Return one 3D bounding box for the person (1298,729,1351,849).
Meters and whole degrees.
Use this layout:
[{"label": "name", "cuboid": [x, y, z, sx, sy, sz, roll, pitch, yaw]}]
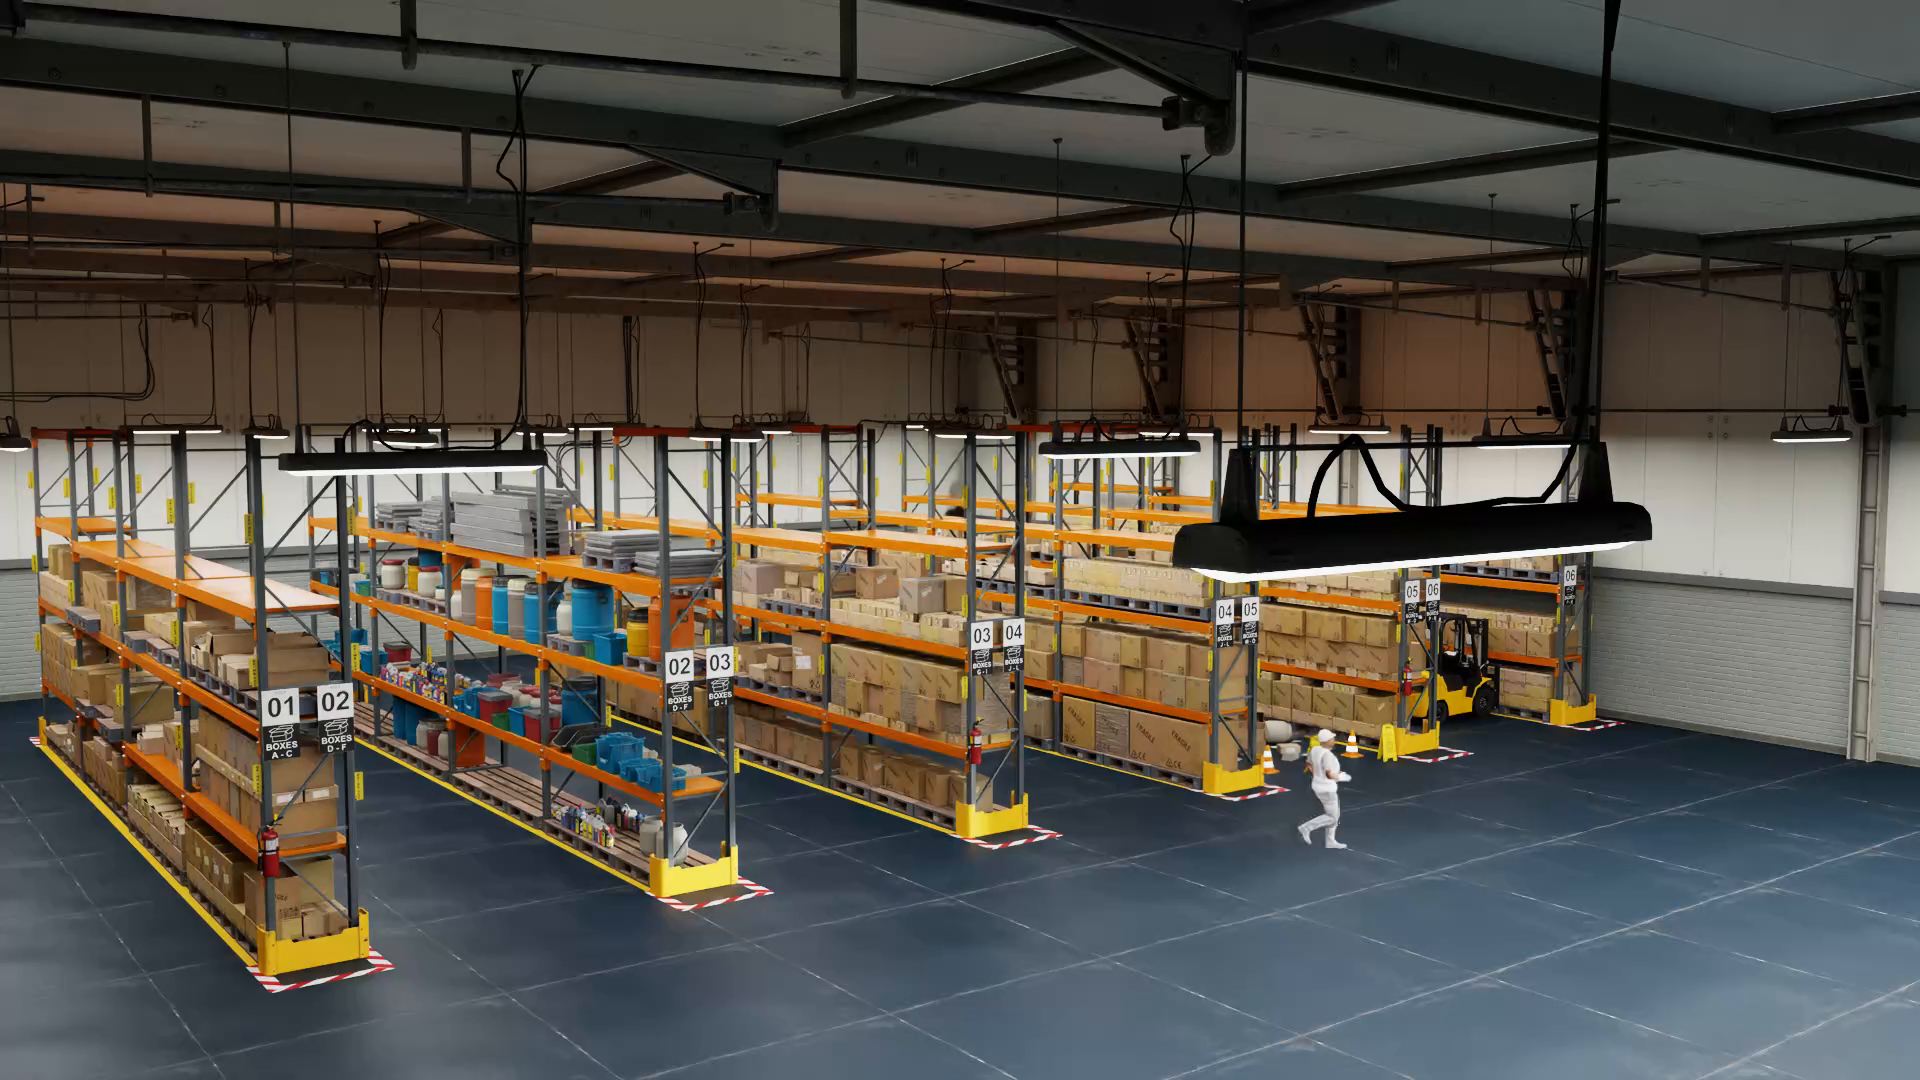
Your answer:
[{"label": "person", "cuboid": [5.202, 3.581, 23.883, 0.751, 1.749, 0.684, 0, 4, -6]}]
